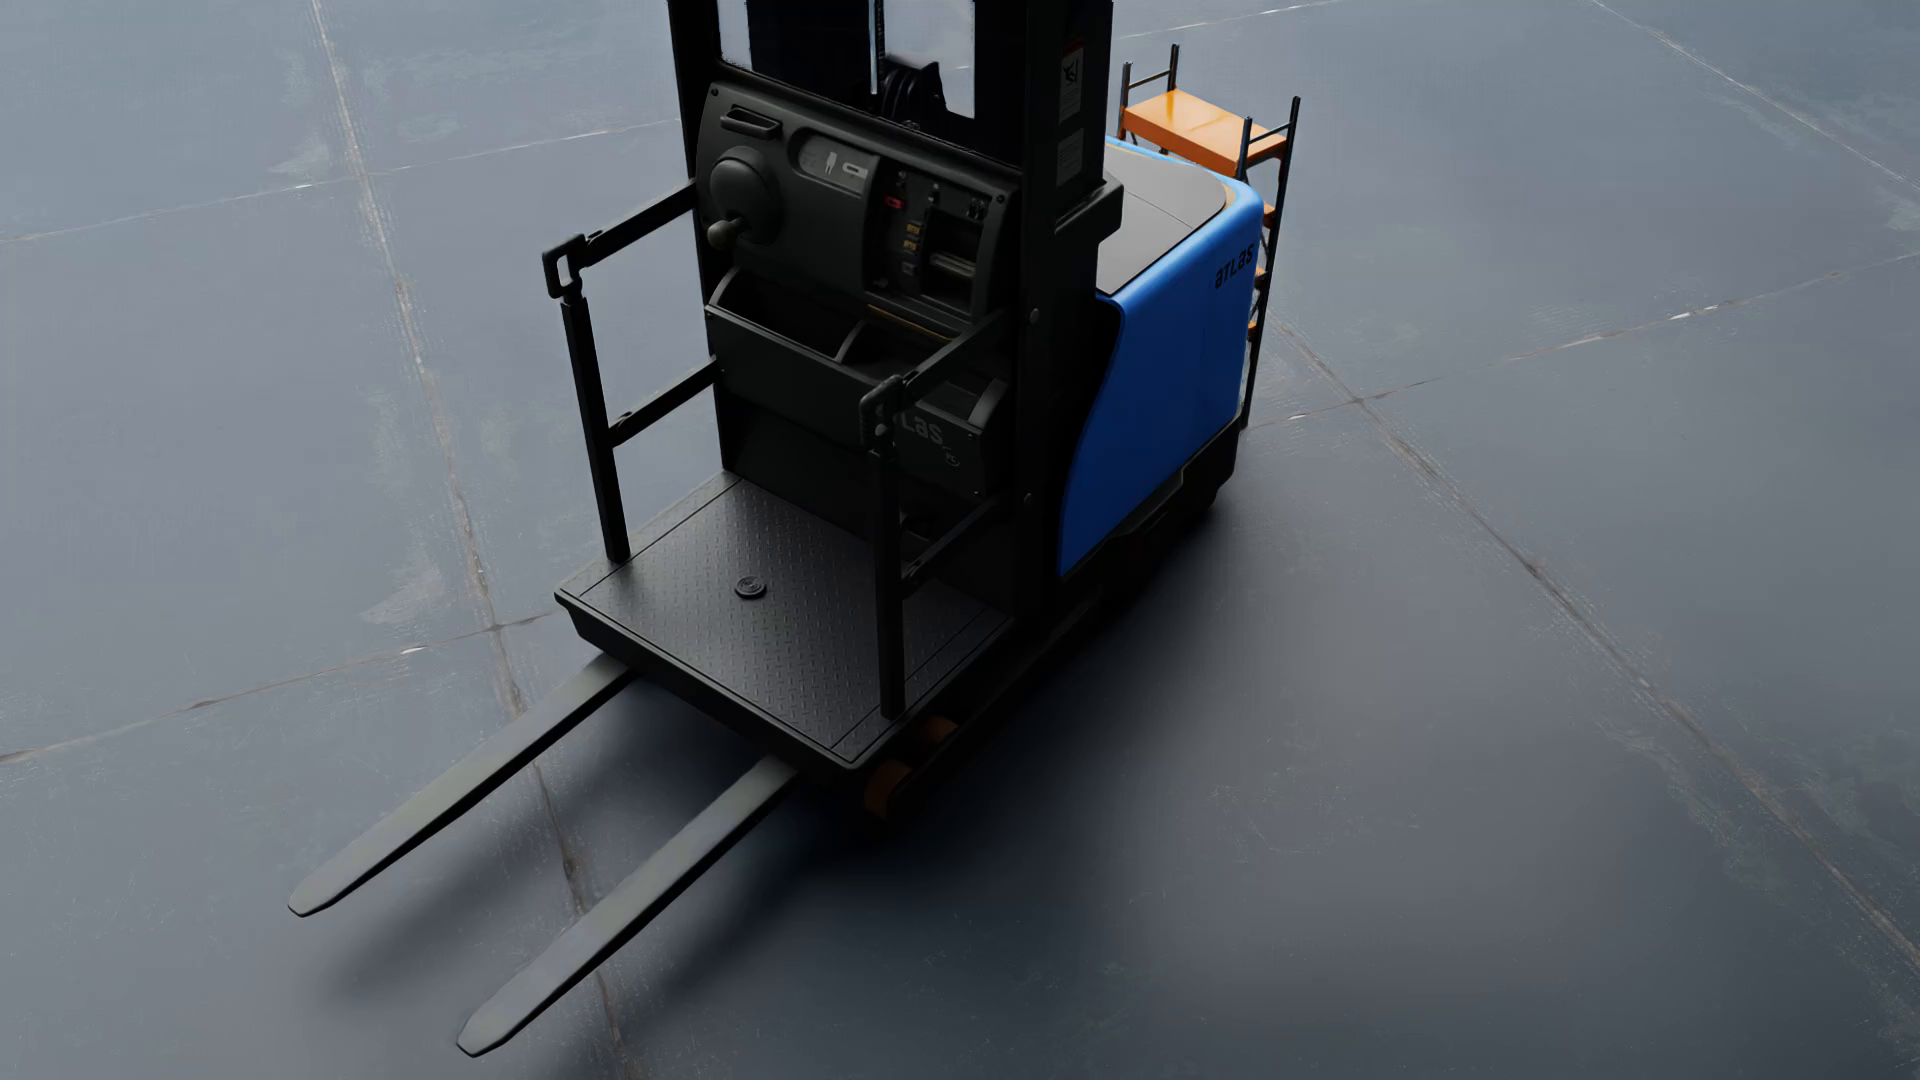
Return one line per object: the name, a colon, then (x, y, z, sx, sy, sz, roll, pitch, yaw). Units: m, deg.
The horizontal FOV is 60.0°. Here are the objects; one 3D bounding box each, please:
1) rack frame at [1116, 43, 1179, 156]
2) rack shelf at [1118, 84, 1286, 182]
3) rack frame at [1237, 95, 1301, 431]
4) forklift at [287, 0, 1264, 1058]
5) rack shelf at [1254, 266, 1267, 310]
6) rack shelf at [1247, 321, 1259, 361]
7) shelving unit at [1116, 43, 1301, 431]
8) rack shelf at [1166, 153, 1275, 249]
rack frame: (0.580, -1.046, 5.539, 0.240, 1.200, 0.015, -29, 48, -32)
rack shelf: (0.752, -1.230, 5.151, 0.258, 0.148, 0.480, -29, 48, -32)
rack frame: (0.905, -0.808, 5.263, 0.240, 1.200, 0.015, -29, 48, -32)
forklift: (-0.401, -0.736, 3.858, 1.130, 2.935, 3.031, 26, 47, 27)
rack shelf: (0.741, -0.875, 5.444, 0.258, 0.148, 0.480, -29, 48, -32)
rack shelf: (0.737, -0.722, 5.570, 0.258, 0.148, 0.480, -29, 48, -32)
shelving unit: (0.743, -0.927, 5.401, 0.258, 1.200, 0.503, -29, 48, -32)
rack shelf: (0.746, -1.047, 5.302, 0.258, 0.148, 0.480, -29, 48, -32)
